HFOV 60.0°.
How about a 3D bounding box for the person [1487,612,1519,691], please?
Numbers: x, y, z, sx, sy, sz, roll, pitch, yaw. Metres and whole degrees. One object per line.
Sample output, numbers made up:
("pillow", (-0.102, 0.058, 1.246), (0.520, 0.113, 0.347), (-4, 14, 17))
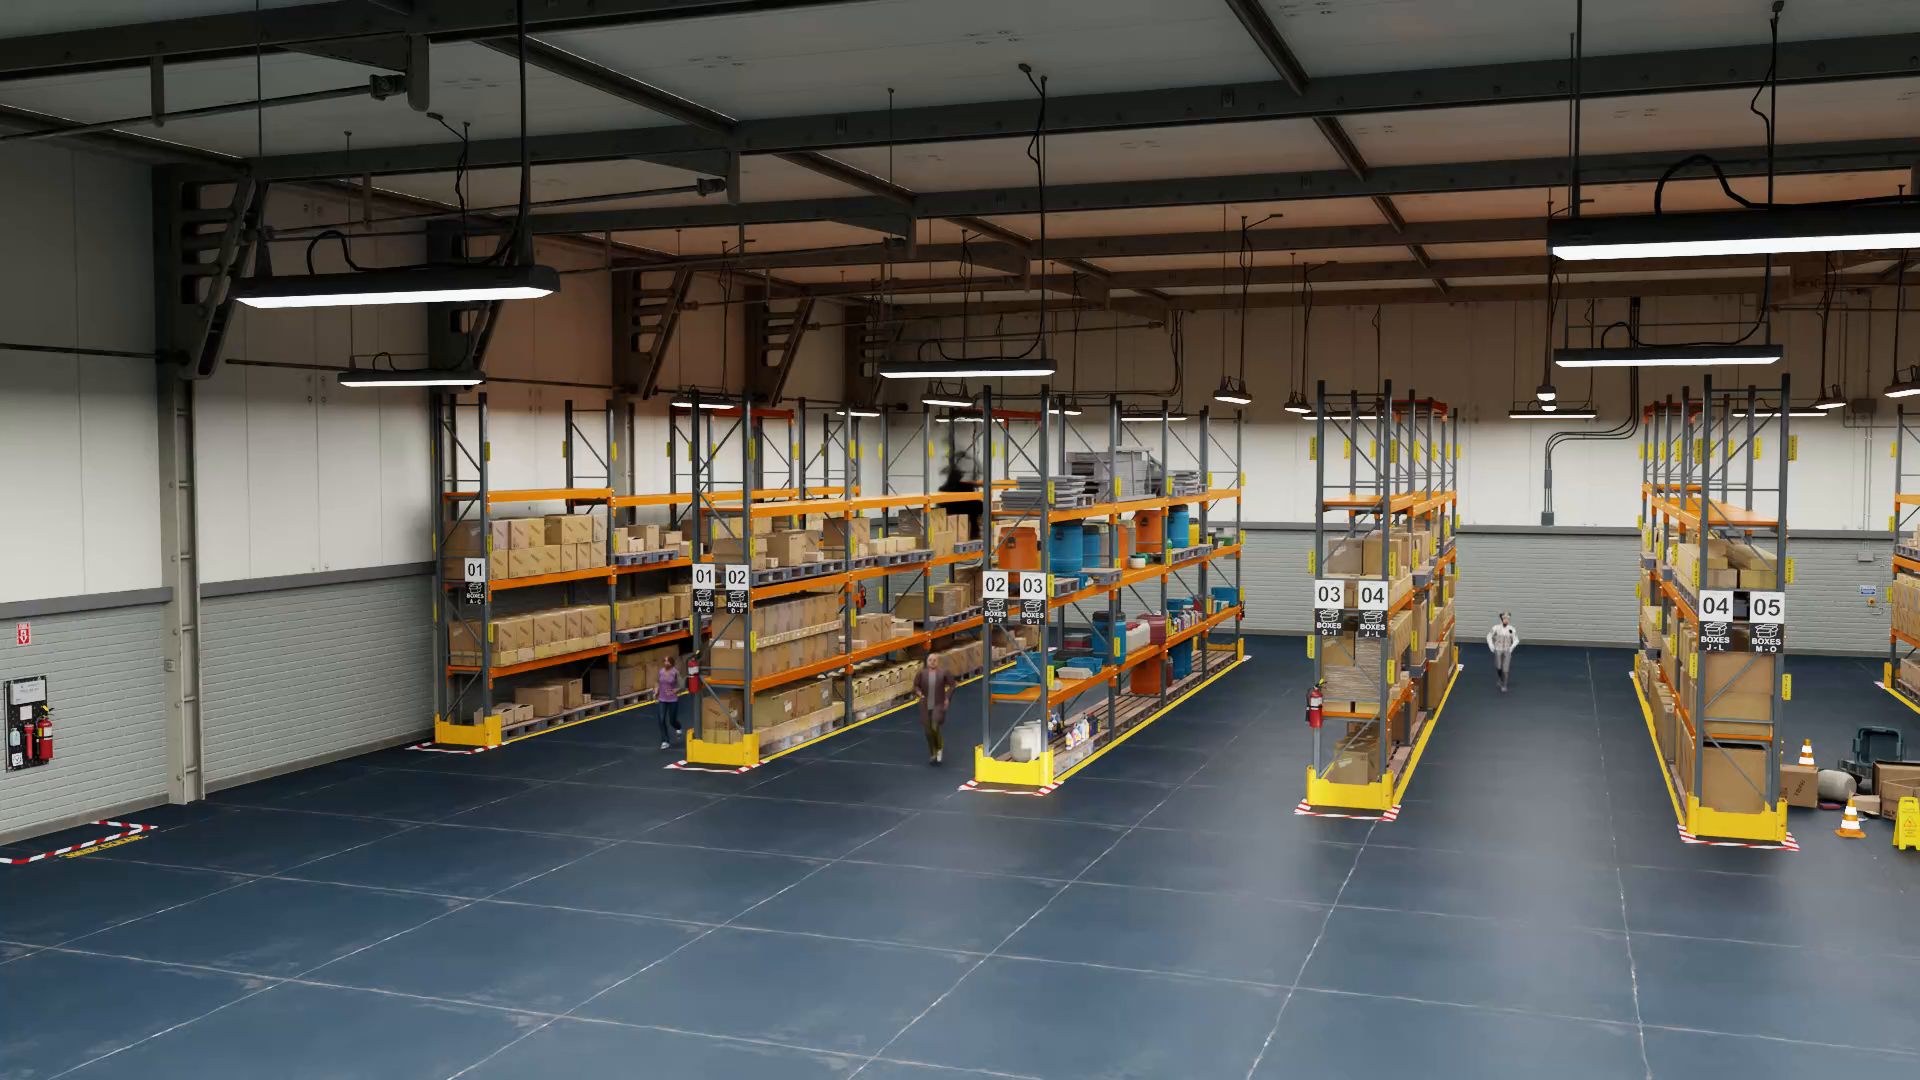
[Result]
("person", (11.336, 2.330, 34.695), (0.627, 1.660, 0.491), (1, 3, 15))

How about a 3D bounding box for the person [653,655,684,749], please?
("person", (-4.937, 2.722, 28.162), (0.543, 1.555, 0.694), (1, 3, 10))

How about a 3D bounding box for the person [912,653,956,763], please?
("person", (-0.444, 2.702, 26.590), (0.678, 1.767, 0.661), (1, 3, 12))
